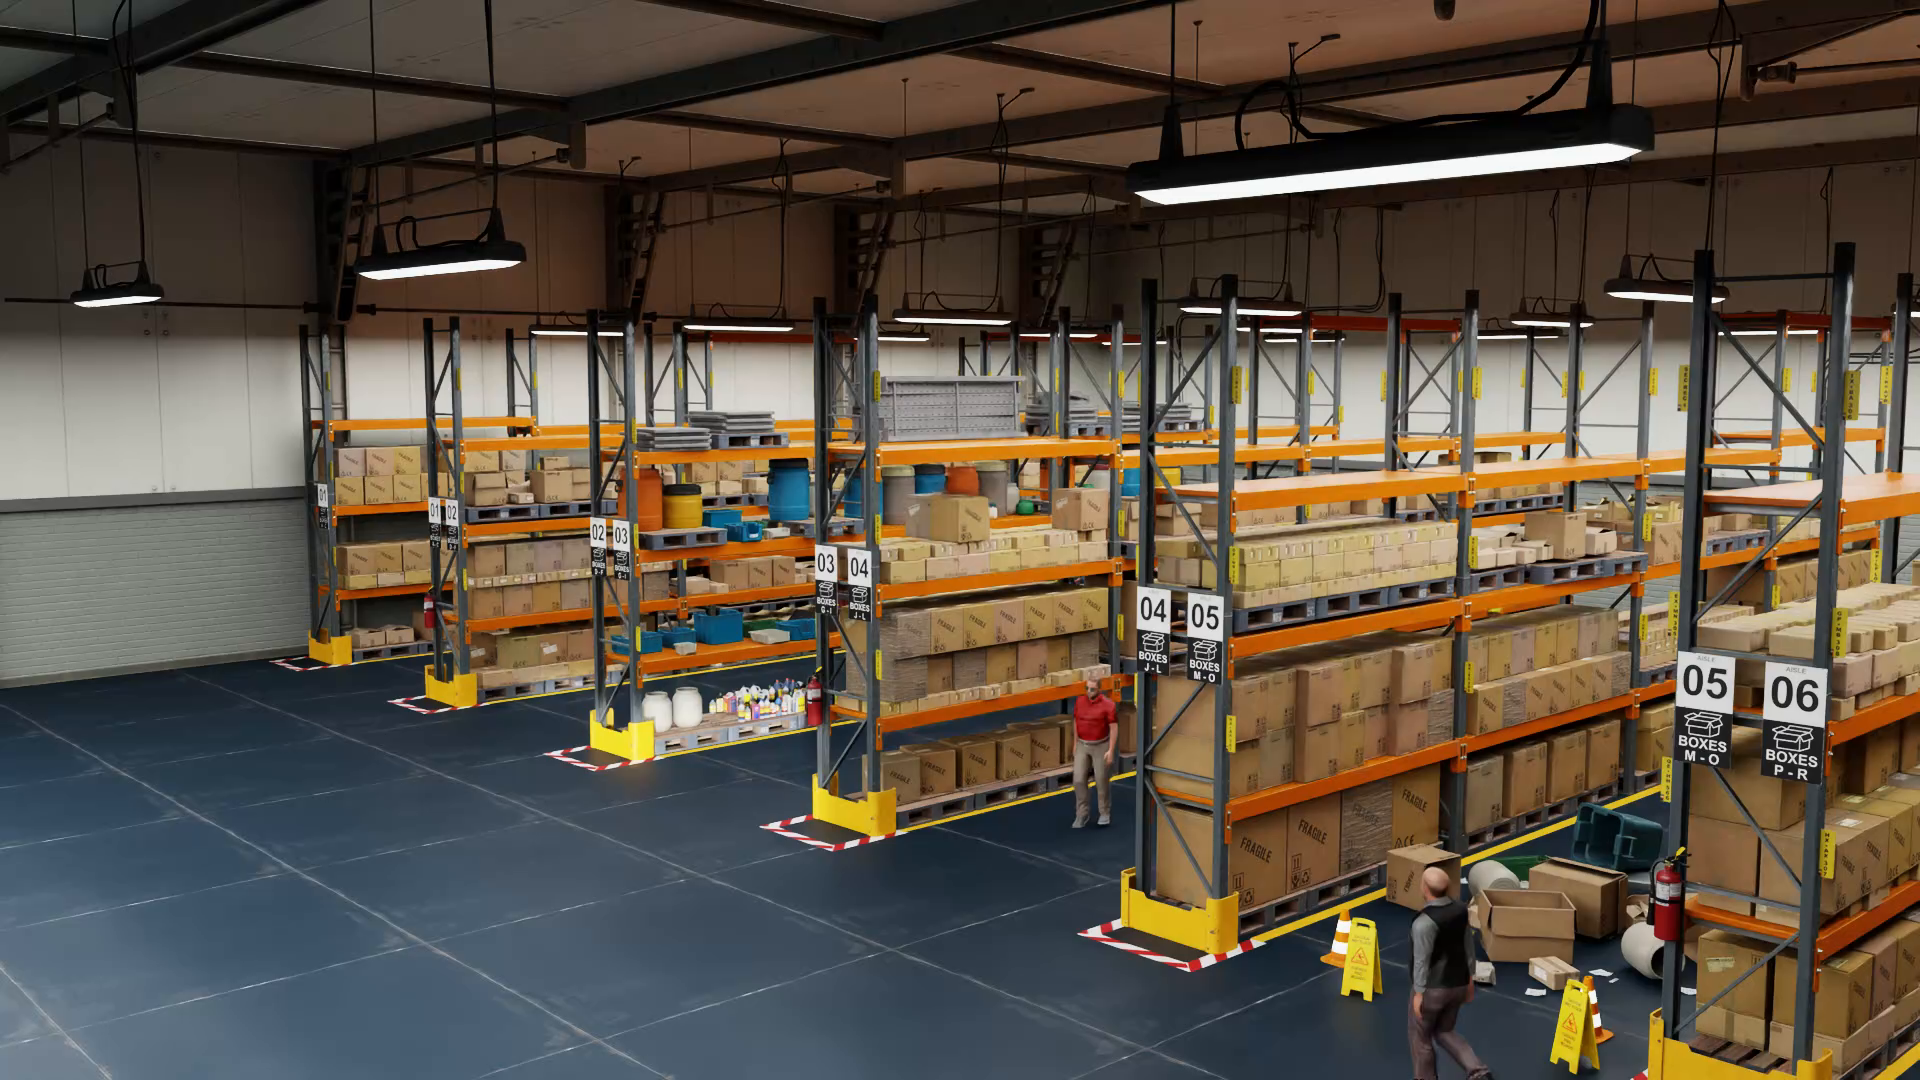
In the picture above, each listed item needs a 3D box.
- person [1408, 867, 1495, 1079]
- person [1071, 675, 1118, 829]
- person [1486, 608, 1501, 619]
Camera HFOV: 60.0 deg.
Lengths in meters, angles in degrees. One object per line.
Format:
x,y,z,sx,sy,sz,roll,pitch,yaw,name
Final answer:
3.401,3.137,11.613,0.549,1.709,0.684,-4,7,-34,person
1.535,2.425,18.927,0.590,1.804,0.509,3,7,29,person
7.907,1.799,24.777,1.085,1.708,0.626,-5,8,-40,person
